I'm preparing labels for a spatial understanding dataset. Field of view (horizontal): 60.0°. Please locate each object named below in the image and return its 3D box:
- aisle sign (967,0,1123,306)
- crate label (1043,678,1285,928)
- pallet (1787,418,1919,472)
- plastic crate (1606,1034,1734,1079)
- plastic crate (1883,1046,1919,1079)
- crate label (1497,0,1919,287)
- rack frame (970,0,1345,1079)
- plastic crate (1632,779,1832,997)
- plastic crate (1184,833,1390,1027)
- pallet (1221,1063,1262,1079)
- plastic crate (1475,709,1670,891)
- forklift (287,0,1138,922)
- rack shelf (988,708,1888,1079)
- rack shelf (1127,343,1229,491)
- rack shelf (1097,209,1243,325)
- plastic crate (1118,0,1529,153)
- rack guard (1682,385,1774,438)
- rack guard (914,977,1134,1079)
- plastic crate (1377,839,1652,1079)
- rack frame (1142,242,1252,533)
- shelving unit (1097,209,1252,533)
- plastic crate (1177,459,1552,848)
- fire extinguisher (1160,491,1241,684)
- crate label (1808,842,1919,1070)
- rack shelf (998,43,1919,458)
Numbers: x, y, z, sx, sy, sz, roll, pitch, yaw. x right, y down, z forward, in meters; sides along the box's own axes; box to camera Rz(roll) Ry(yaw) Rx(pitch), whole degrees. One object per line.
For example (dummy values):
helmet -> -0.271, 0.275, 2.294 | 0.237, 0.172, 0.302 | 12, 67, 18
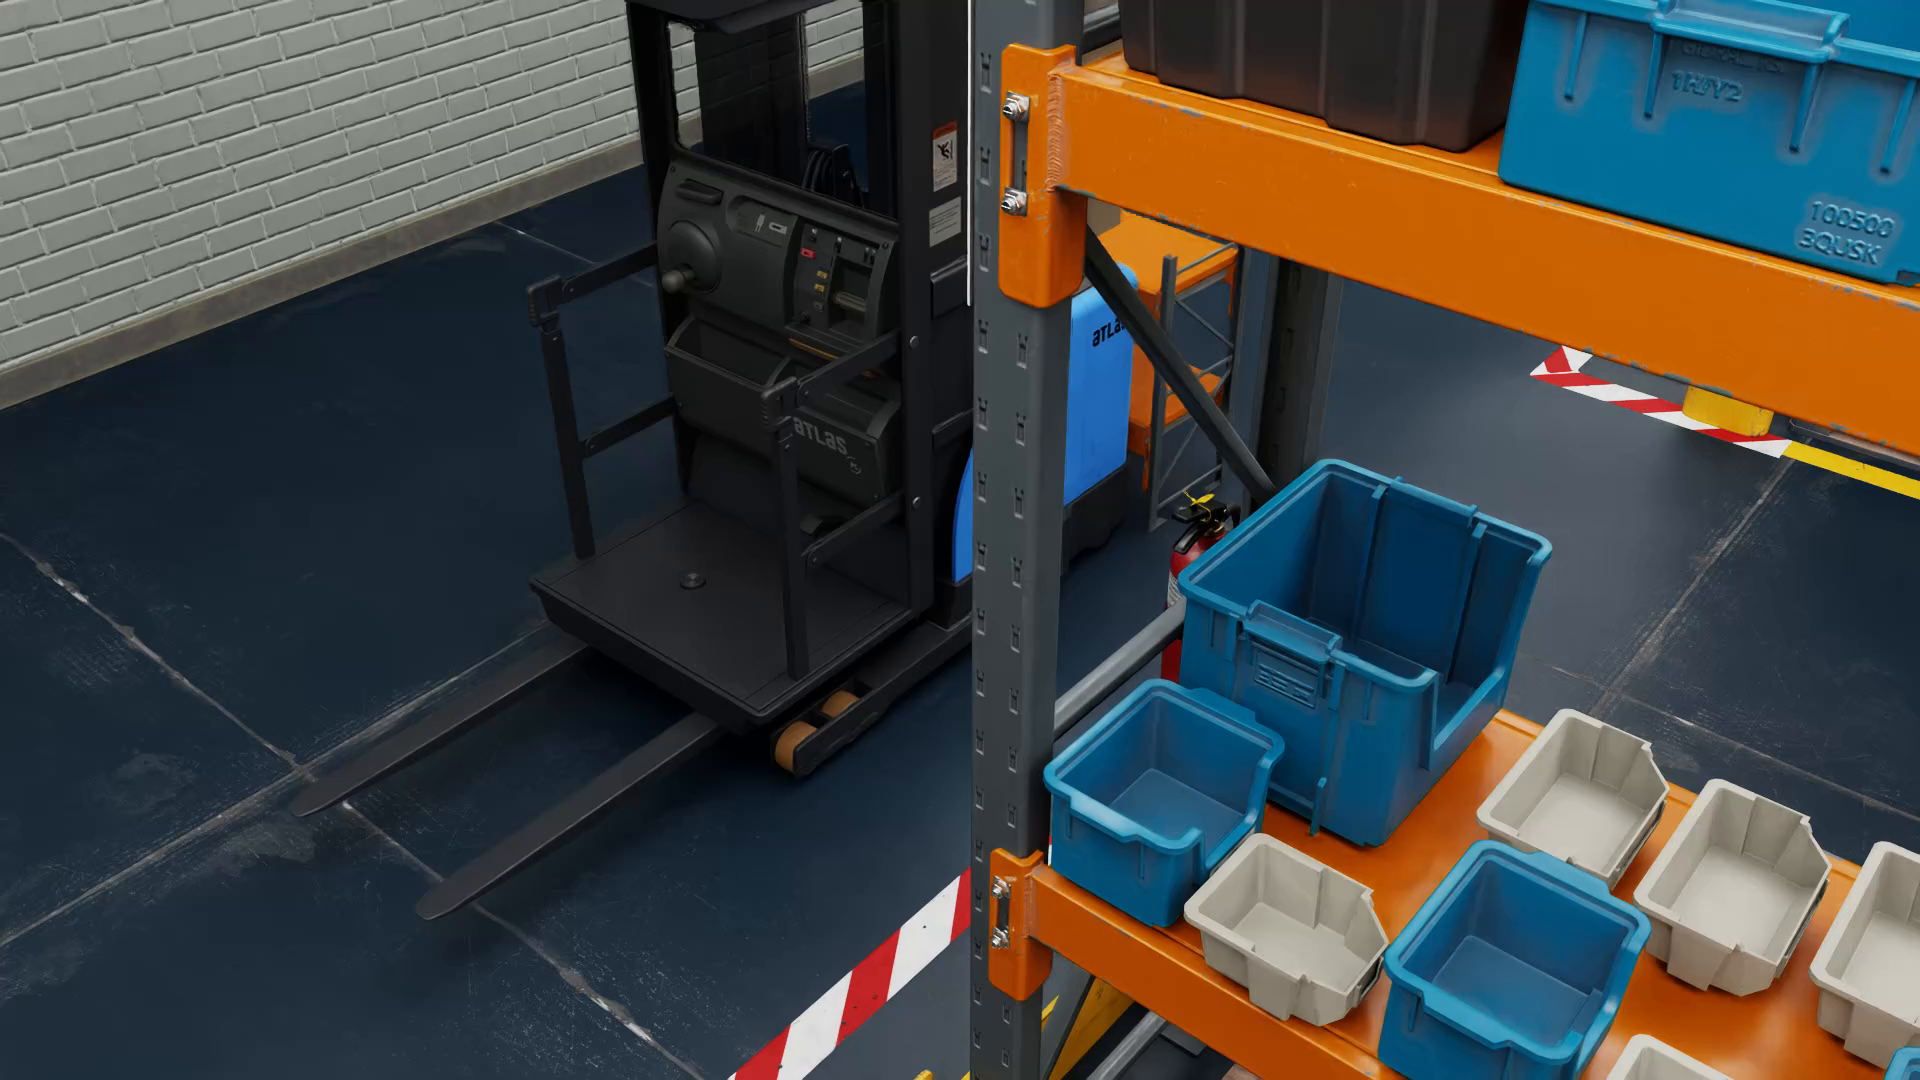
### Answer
aisle sign -> 0.139, -0.765, 2.418 | 0.004, 0.787, 0.394 | 25, 42, 32
crate label -> 0.363, 0.480, 2.996 | 0.303, 0.233, 0.416 | 25, 42, 32
pallet -> 4.218, -0.547, 6.859 | 1.213, 0.211, 1.003 | 25, 42, 32
plastic crate -> 1.078, 0.918, 2.444 | 0.298, 0.136, 0.250 | 25, 42, 32
plastic crate -> 1.375, 0.957, 2.302 | 0.300, 0.233, 0.416 | 25, 42, 32
crate label -> 0.886, -0.497, 1.806 | 0.502, 0.251, 0.408 | 25, 42, 32
rack frame -> 0.384, 0.203, 3.304 | 0.127, 3.000, 1.000 | 25, 42, 32
plastic crate -> 1.340, 0.615, 2.885 | 0.243, 0.136, 0.396 | 25, 42, 32
plastic crate -> 0.557, 0.672, 2.802 | 0.298, 0.136, 0.250 | 25, 42, 32
pallet -> 0.993, 1.668, 3.634 | 1.213, 0.211, 1.003 | 25, 42, 32
plastic crate -> 1.127, 0.504, 3.047 | 0.243, 0.136, 0.396 | 25, 42, 32
forklift -> -0.698, -0.797, 4.821 | 1.130, 2.935, 3.031 | 25, 42, 32
rack shelf -> 1.921, 1.224, 2.453 | 4.000, 0.370, 1.077 | 25, 42, 32
rack shelf -> 0.505, -0.594, 6.554 | 1.000, 0.278, 0.538 | 28, 43, 34
rack shelf -> 0.505, -1.037, 6.250 | 1.000, 0.278, 0.538 | 28, 43, 34
plastic crate -> 0.502, -0.719, 2.113 | 0.590, 0.269, 0.497 | 25, 42, 32
rack guard -> 3.535, -0.930, 7.162 | 0.348, 0.500, 1.175 | 25, 42, 32
rack guard -> 0.357, 1.231, 4.016 | 0.348, 0.500, 1.175 | 25, 42, 32
plastic crate -> 0.869, 0.719, 2.649 | 0.300, 0.233, 0.416 | 25, 42, 32
rack frame -> 0.875, -0.599, 6.128 | 0.032, 1.125, 0.500 | 28, 43, 34
shelving unit -> 0.505, -0.796, 6.416 | 1.048, 1.125, 0.538 | 28, 43, 34
plastic crate -> 0.761, 0.204, 3.219 | 0.499, 0.435, 0.616 | 25, 42, 32
fire extinguisher -> 0.559, 0.137, 3.799 | 0.183, 0.674, 0.296 | 25, 42, 32
crate label -> 1.570, 0.705, 2.753 | 0.243, 0.136, 0.396 | 25, 42, 32
rack shelf -> 1.921, -0.012, 1.604 | 4.000, 0.370, 1.077 | 25, 42, 32
